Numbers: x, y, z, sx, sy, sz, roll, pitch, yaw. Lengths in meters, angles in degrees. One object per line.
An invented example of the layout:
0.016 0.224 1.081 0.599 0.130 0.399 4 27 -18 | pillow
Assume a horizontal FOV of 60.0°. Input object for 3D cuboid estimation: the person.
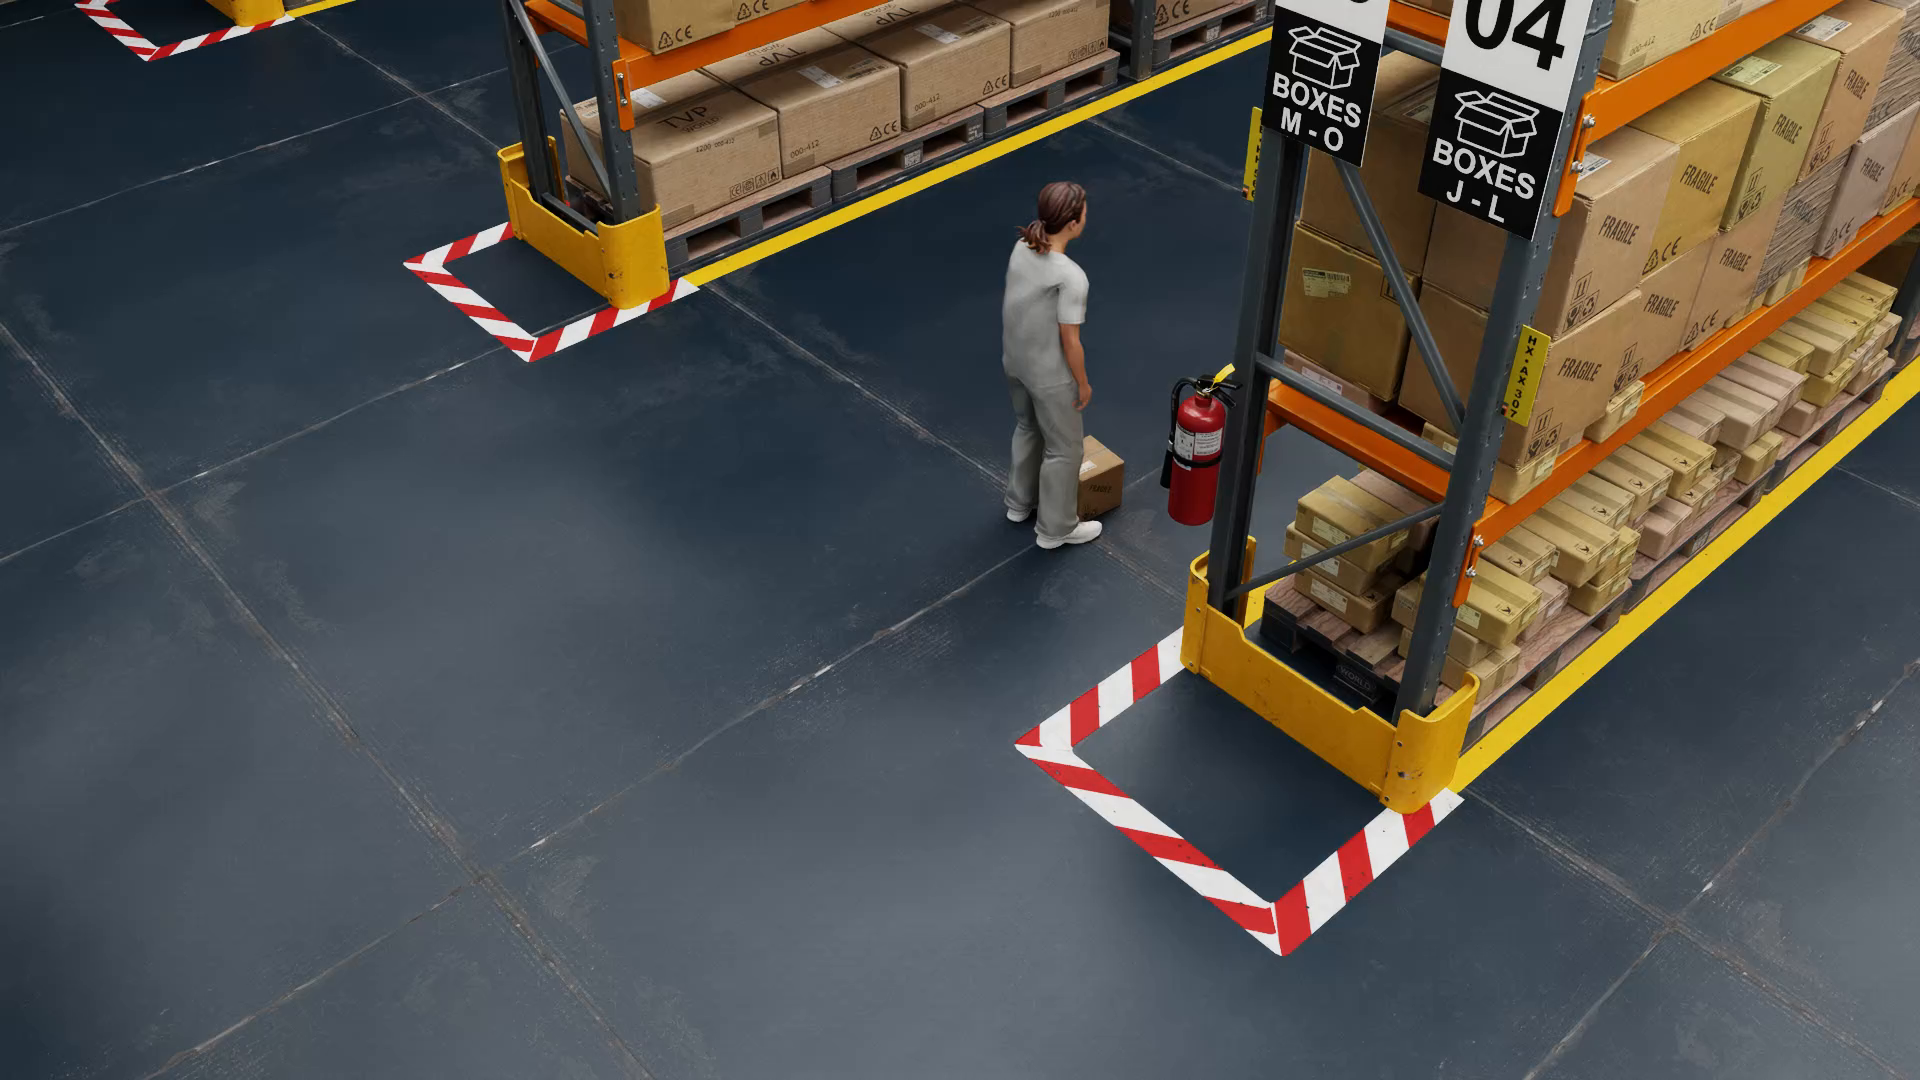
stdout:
0.373 -0.729 7.027 0.358 1.673 0.492 -24 45 -26 | person
